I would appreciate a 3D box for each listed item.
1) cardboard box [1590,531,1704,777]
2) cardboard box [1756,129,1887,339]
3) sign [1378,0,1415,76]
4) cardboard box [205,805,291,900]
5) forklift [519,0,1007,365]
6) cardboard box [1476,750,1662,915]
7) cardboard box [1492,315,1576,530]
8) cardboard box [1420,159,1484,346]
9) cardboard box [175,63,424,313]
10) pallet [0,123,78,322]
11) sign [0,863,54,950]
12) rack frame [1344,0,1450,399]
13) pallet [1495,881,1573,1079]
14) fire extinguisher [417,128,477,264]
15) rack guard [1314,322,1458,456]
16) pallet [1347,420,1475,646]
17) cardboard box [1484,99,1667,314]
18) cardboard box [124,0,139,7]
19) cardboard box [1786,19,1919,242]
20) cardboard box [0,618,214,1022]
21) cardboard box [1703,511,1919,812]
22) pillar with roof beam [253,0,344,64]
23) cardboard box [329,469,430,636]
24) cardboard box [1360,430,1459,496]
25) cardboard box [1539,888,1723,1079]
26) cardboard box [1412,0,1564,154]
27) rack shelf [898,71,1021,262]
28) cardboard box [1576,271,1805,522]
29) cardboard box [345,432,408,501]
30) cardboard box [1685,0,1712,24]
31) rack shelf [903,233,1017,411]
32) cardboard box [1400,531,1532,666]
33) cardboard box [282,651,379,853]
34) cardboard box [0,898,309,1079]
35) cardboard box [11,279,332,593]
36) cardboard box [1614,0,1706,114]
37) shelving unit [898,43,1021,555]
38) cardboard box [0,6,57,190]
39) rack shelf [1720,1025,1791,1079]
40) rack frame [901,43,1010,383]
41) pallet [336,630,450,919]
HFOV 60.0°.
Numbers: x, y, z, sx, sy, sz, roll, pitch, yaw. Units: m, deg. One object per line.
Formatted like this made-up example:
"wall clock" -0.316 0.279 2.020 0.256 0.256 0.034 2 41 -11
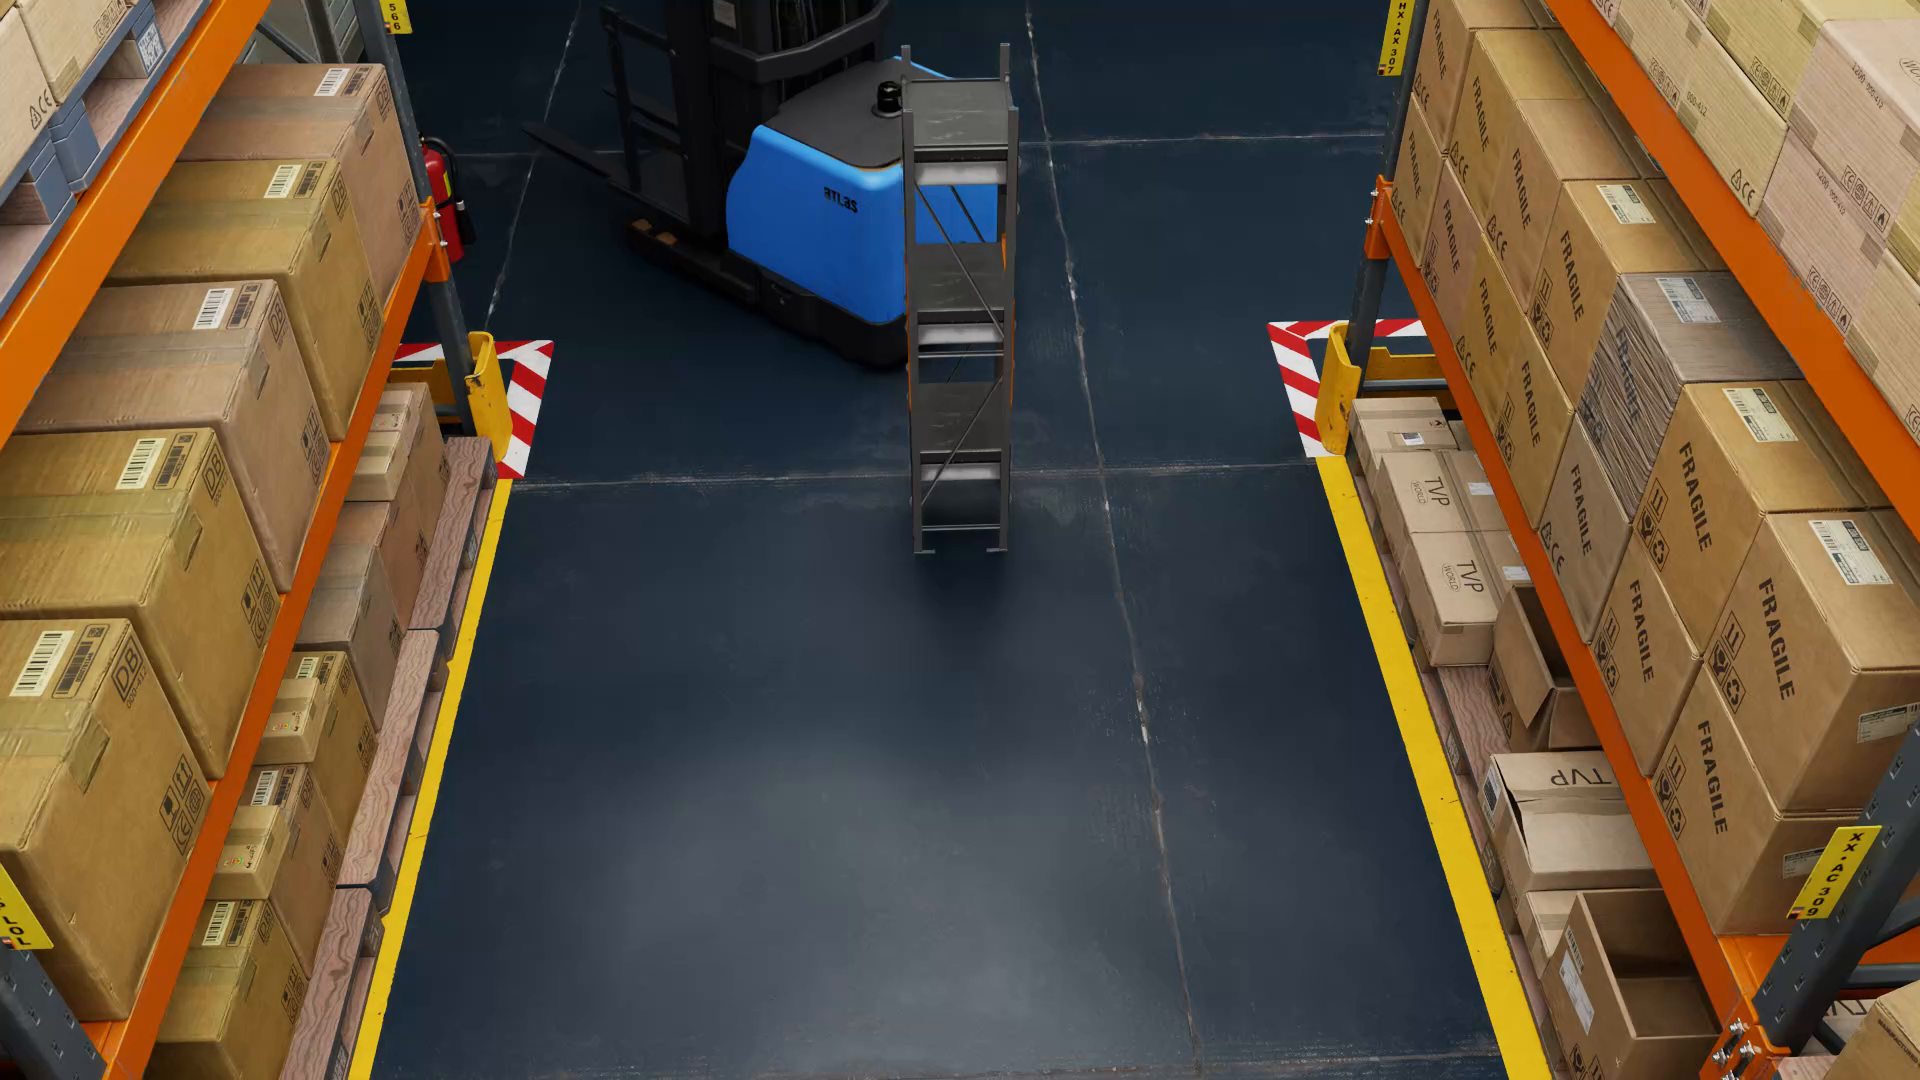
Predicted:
"cardboard box" 2.133 0.306 4.622 0.500 0.500 0.500 -1 43 -1
"cardboard box" 2.137 -0.688 3.671 0.500 0.250 0.500 -2 43 -2
"sign" 1.722 -1.982 6.552 0.100 0.325 0.005 -2 43 -2
"cardboard box" -2.276 0.949 5.053 0.380 0.149 0.250 0 43 0
"forklift" -1.170 -2.786 8.120 3.031 2.935 1.130 31 51 29
"cardboard box" 2.095 0.968 5.639 0.500 0.311 0.500 -2 43 -2
"cardboard box" 2.085 -0.384 5.375 0.500 0.500 0.500 -1 43 -1
"cardboard box" 2.047 -1.061 6.113 0.500 0.500 0.500 -2 43 -2
"cardboard box" -2.653 -1.301 6.227 0.980 0.700 0.700 0 43 0
"pallet" -2.539 -0.460 3.377 1.003 0.211 1.213 -2 43 -2
"sign" -1.973 0.746 3.418 0.100 0.325 0.005 -2 43 -2
"rack frame" 2.264 -1.679 6.862 1.000 3.000 0.127 -2 43 -2
"pallet" 2.406 1.586 5.364 1.003 0.211 1.213 -2 43 -2
"fire extinguisher" -2.230 -1.483 6.982 0.296 0.674 0.183 -2 43 -2
"rack guard" 2.268 -0.706 7.651 1.175 0.500 0.348 -2 43 -2
"pallet" 2.303 -0.061 7.161 1.003 0.211 1.213 -2 43 -2
"cardboard box" 2.066 -1.087 5.402 0.500 0.500 0.500 -1 43 -1
"cardboard box" -2.338 -1.587 4.268 0.500 0.250 0.500 -3 43 -3
"cardboard box" 2.125 -0.872 3.502 0.500 0.250 0.500 -2 43 -2
"cardboard box" -2.521 0.689 4.057 0.980 0.700 0.700 -1 43 -1
"cardboard box" 2.154 0.282 3.909 0.500 0.500 0.500 -1 43 -2
"pillar with roof beam" 0.638 -5.667 6.773 9.100 9.000 0.400 -2 43 -2
"cardboard box" -2.534 0.040 6.526 0.700 0.500 0.500 -2 43 -2
"cardboard box" 1.950 -0.335 7.167 0.380 0.166 0.250 -2 43 -2
"cardboard box" 2.127 1.404 5.023 0.500 0.500 0.500 -2 43 -2
"cardboard box" 2.020 -1.777 6.155 0.500 0.500 0.500 0 43 0
"rack shelf" -0.007 -1.392 6.199 0.431 0.518 0.480 -2 43 -2
"cardboard box" 2.109 -0.404 4.657 0.500 0.500 0.500 -1 43 -1
"cardboard box" -2.356 -0.283 6.398 0.380 0.149 0.250 -1 43 -1
"cardboard box" 2.085 -1.547 4.239 0.500 0.250 0.500 -2 43 -2
"rack shelf" -0.007 -0.876 6.672 0.431 0.518 0.480 -2 43 -2
"cardboard box" 2.047 0.223 6.496 0.500 0.250 0.500 -2 43 -2
"cardboard box" -2.482 0.739 5.763 0.700 0.500 0.500 -1 43 -1
"cardboard box" -2.444 1.425 5.015 0.700 0.500 0.500 -1 43 -1
"cardboard box" -2.588 -0.295 5.130 0.980 0.700 0.700 -4 43 -4
"cardboard box" 2.091 -1.363 4.408 0.500 0.250 0.500 -2 43 -2
"shelving unit" -0.007 -0.886 6.662 0.431 2.100 0.503 -2 43 -2
"cardboard box" -2.288 -0.895 3.512 0.500 0.250 0.500 -2 43 -3
"rack shelf" 2.519 2.637 2.686 1.077 0.370 4.000 -2 43 -2
"rack frame" -0.017 -1.051 6.842 0.400 2.100 0.015 -2 43 -2
"pallet" -2.524 0.853 6.163 1.003 0.211 1.213 -2 43 -2
